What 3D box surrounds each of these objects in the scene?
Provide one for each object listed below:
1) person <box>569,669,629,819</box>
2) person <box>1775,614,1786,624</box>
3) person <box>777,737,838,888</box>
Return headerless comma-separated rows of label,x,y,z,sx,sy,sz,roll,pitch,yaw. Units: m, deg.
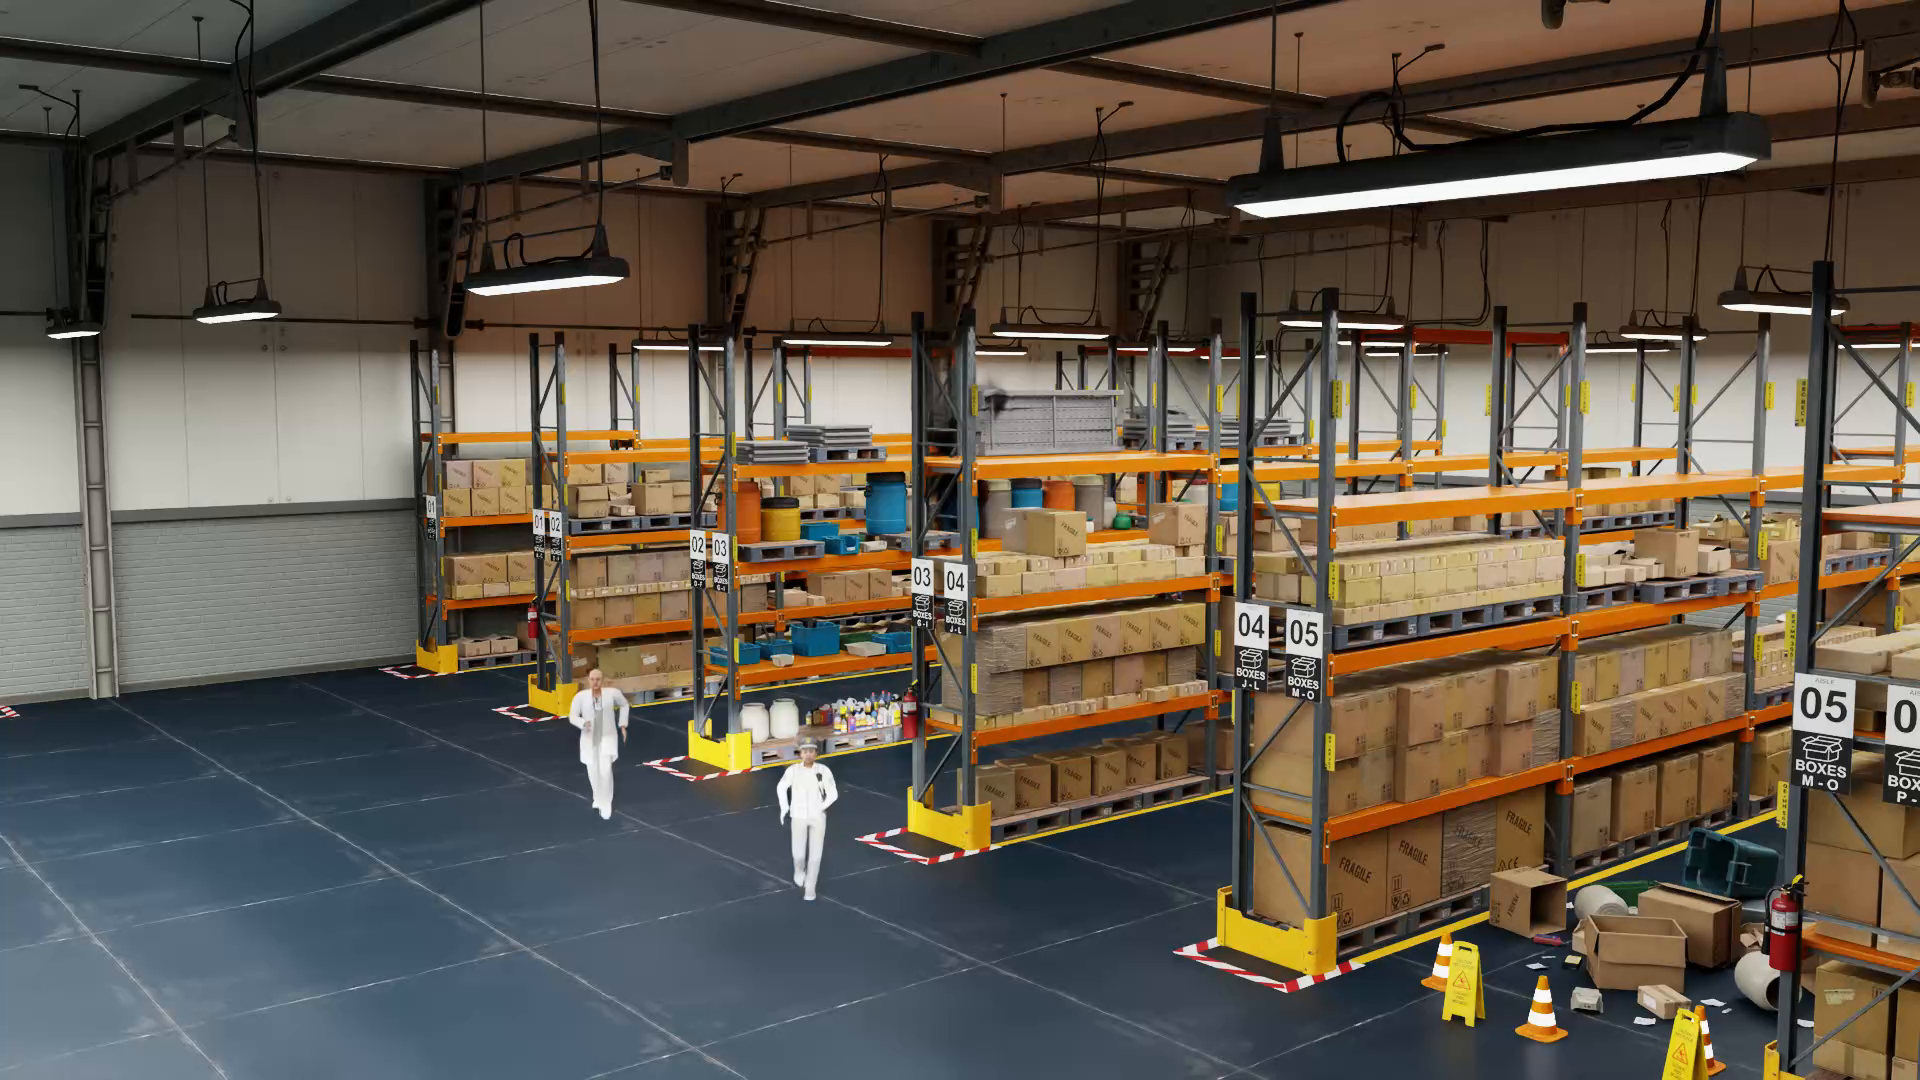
person,-4.336,2.444,19.945,0.668,1.806,0.852,0,5,-5
person,12.469,1.980,25.171,0.647,1.716,0.741,-4,6,-34
person,-1.530,2.766,16.693,0.617,1.590,0.514,0,5,-5
